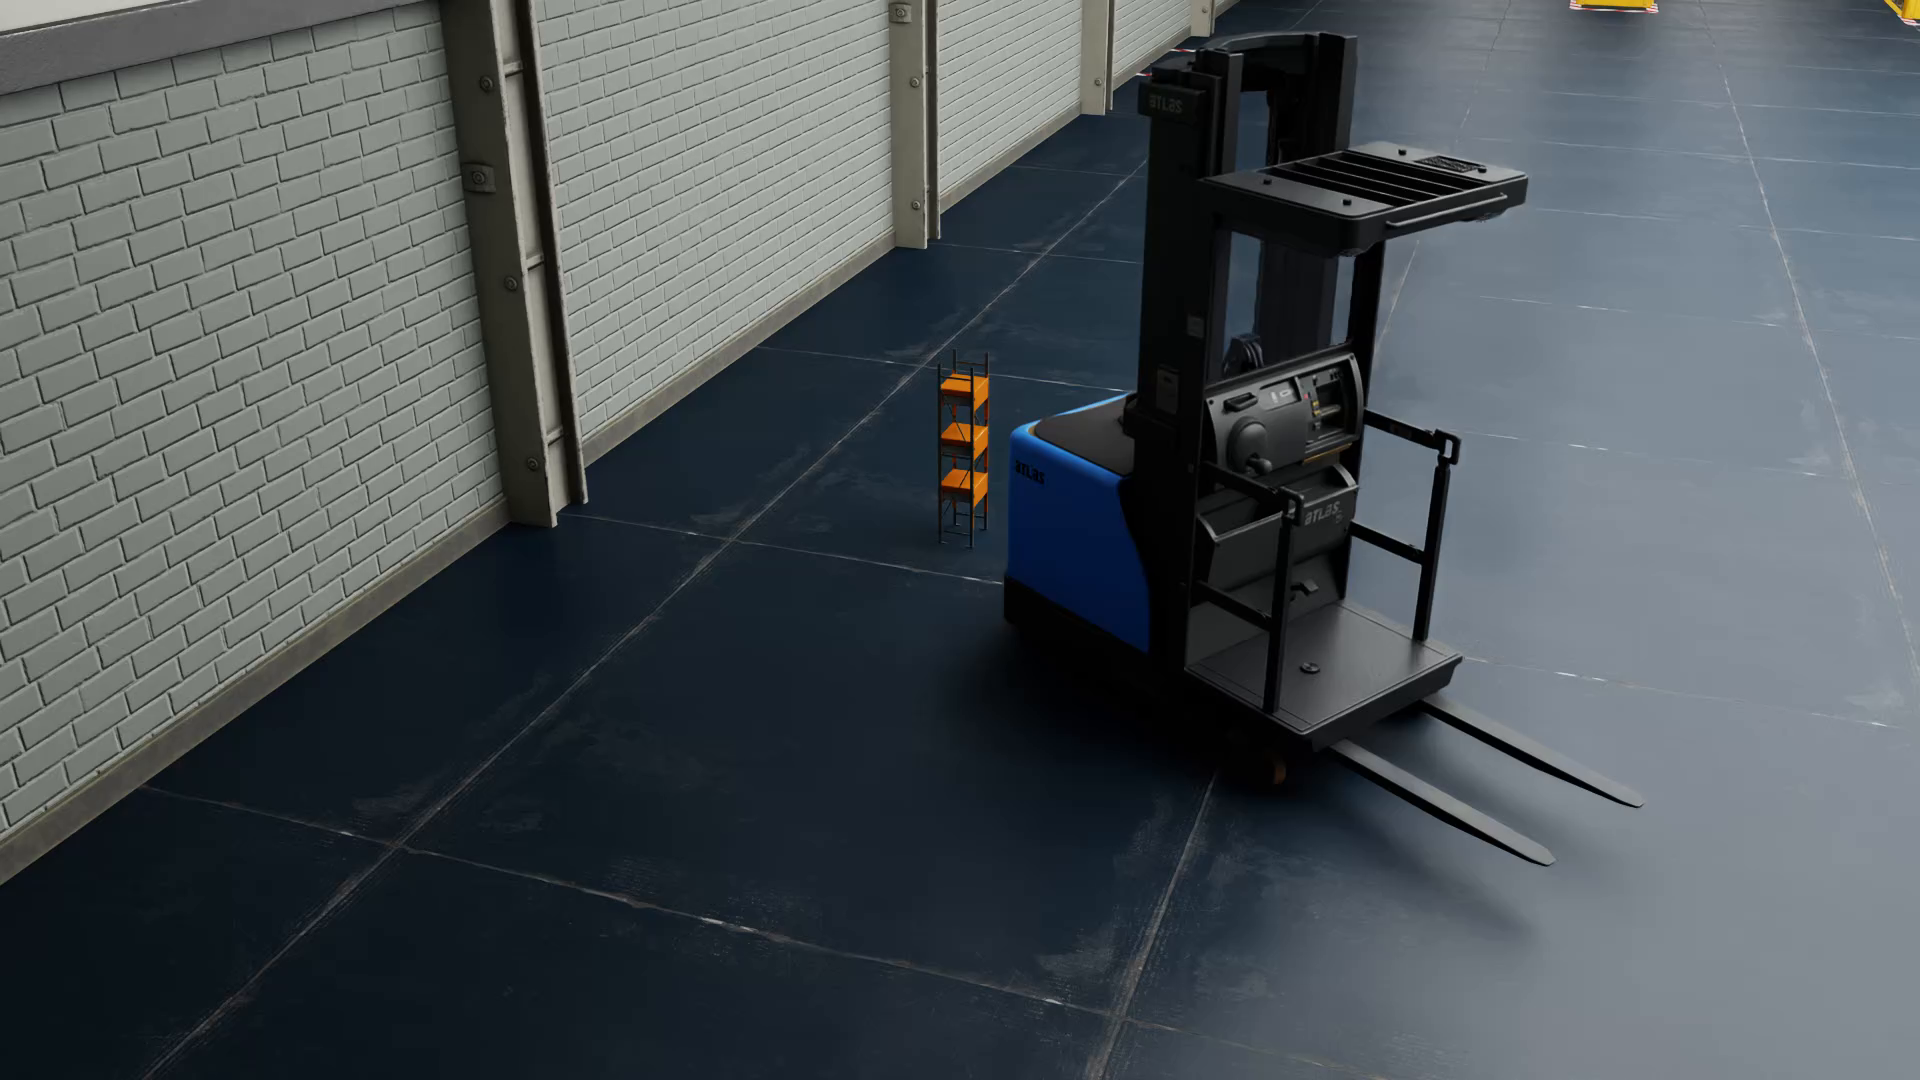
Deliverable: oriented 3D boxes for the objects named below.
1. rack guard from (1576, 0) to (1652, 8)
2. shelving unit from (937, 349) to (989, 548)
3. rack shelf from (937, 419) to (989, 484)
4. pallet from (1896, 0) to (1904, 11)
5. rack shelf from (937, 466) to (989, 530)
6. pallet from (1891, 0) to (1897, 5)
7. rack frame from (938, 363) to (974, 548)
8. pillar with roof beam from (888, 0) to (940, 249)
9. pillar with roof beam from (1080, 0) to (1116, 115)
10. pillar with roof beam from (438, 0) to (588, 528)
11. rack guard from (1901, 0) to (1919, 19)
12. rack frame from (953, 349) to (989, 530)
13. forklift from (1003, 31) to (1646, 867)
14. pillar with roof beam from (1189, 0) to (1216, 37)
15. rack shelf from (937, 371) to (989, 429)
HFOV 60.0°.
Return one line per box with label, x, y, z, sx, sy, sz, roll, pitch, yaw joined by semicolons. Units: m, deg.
rack guard;10.852;-9.120;27.512;1.175;0.500;0.348;9;27;17
shelving unit;0.018;-0.495;9.067;0.215;1.050;0.252;9;27;17
rack shelf;0.018;-0.485;9.071;0.215;0.259;0.240;9;27;17
pallet;15.786;-8.651;26.875;1.003;0.211;1.213;9;27;17
rack shelf;0.018;-0.235;9.192;0.215;0.259;0.240;9;27;17
pallet;16.194;-9.151;27.907;1.003;0.211;1.213;9;27;17
rack frame;-0.023;-0.444;8.963;0.200;1.050;0.008;9;27;17
pillar with roof beam;3.674;-6.064;11.447;9.100;9.000;0.400;9;27;17
pillar with roof beam;5.671;-8.529;16.540;9.100;9.000;0.400;9;27;17
pillar with roof beam;1.678;-3.598;6.355;9.100;9.000;0.400;9;27;17
rack guard;15.511;-8.448;26.124;1.175;0.500;0.348;9;27;17
rack frame;0.058;-0.545;9.170;0.200;1.050;0.008;9;27;17
forklift;1.523;-0.508;6.935;1.130;2.935;3.031;-19;32;-34
pillar with roof beam;7.668;-10.995;21.632;9.100;9.000;0.400;9;27;17
rack shelf;0.018;-0.740;8.948;0.215;0.259;0.240;9;27;17
